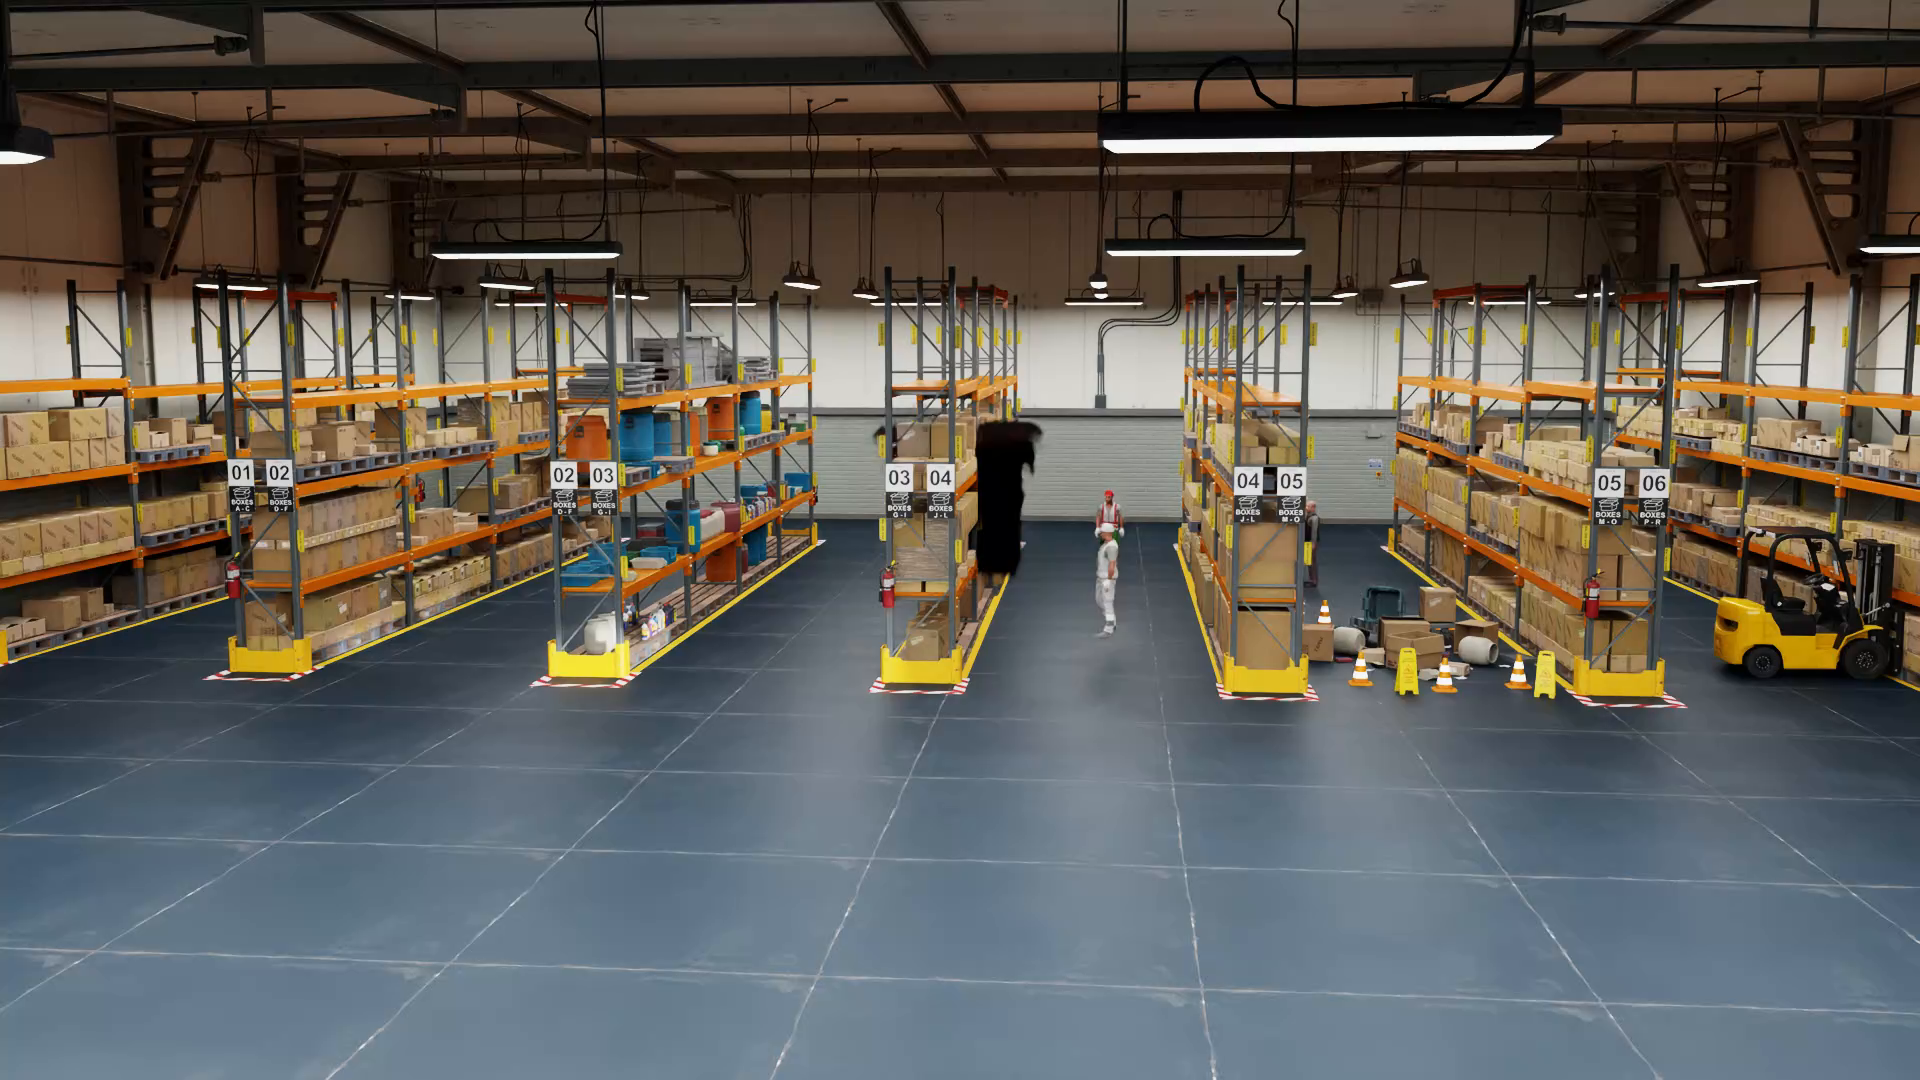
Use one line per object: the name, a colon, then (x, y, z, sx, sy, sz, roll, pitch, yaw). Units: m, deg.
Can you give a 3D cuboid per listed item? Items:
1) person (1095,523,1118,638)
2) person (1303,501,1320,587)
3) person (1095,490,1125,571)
person: (2.314, 0.643, 26.269, 0.477, 1.840, 0.623, -2, 7, -14)
person: (7.067, 0.075, 33.540, 0.366, 1.726, 0.552, 2, 7, 15)
person: (3.219, -0.207, 35.685, 0.635, 1.727, 1.033, 0, 7, 4)
